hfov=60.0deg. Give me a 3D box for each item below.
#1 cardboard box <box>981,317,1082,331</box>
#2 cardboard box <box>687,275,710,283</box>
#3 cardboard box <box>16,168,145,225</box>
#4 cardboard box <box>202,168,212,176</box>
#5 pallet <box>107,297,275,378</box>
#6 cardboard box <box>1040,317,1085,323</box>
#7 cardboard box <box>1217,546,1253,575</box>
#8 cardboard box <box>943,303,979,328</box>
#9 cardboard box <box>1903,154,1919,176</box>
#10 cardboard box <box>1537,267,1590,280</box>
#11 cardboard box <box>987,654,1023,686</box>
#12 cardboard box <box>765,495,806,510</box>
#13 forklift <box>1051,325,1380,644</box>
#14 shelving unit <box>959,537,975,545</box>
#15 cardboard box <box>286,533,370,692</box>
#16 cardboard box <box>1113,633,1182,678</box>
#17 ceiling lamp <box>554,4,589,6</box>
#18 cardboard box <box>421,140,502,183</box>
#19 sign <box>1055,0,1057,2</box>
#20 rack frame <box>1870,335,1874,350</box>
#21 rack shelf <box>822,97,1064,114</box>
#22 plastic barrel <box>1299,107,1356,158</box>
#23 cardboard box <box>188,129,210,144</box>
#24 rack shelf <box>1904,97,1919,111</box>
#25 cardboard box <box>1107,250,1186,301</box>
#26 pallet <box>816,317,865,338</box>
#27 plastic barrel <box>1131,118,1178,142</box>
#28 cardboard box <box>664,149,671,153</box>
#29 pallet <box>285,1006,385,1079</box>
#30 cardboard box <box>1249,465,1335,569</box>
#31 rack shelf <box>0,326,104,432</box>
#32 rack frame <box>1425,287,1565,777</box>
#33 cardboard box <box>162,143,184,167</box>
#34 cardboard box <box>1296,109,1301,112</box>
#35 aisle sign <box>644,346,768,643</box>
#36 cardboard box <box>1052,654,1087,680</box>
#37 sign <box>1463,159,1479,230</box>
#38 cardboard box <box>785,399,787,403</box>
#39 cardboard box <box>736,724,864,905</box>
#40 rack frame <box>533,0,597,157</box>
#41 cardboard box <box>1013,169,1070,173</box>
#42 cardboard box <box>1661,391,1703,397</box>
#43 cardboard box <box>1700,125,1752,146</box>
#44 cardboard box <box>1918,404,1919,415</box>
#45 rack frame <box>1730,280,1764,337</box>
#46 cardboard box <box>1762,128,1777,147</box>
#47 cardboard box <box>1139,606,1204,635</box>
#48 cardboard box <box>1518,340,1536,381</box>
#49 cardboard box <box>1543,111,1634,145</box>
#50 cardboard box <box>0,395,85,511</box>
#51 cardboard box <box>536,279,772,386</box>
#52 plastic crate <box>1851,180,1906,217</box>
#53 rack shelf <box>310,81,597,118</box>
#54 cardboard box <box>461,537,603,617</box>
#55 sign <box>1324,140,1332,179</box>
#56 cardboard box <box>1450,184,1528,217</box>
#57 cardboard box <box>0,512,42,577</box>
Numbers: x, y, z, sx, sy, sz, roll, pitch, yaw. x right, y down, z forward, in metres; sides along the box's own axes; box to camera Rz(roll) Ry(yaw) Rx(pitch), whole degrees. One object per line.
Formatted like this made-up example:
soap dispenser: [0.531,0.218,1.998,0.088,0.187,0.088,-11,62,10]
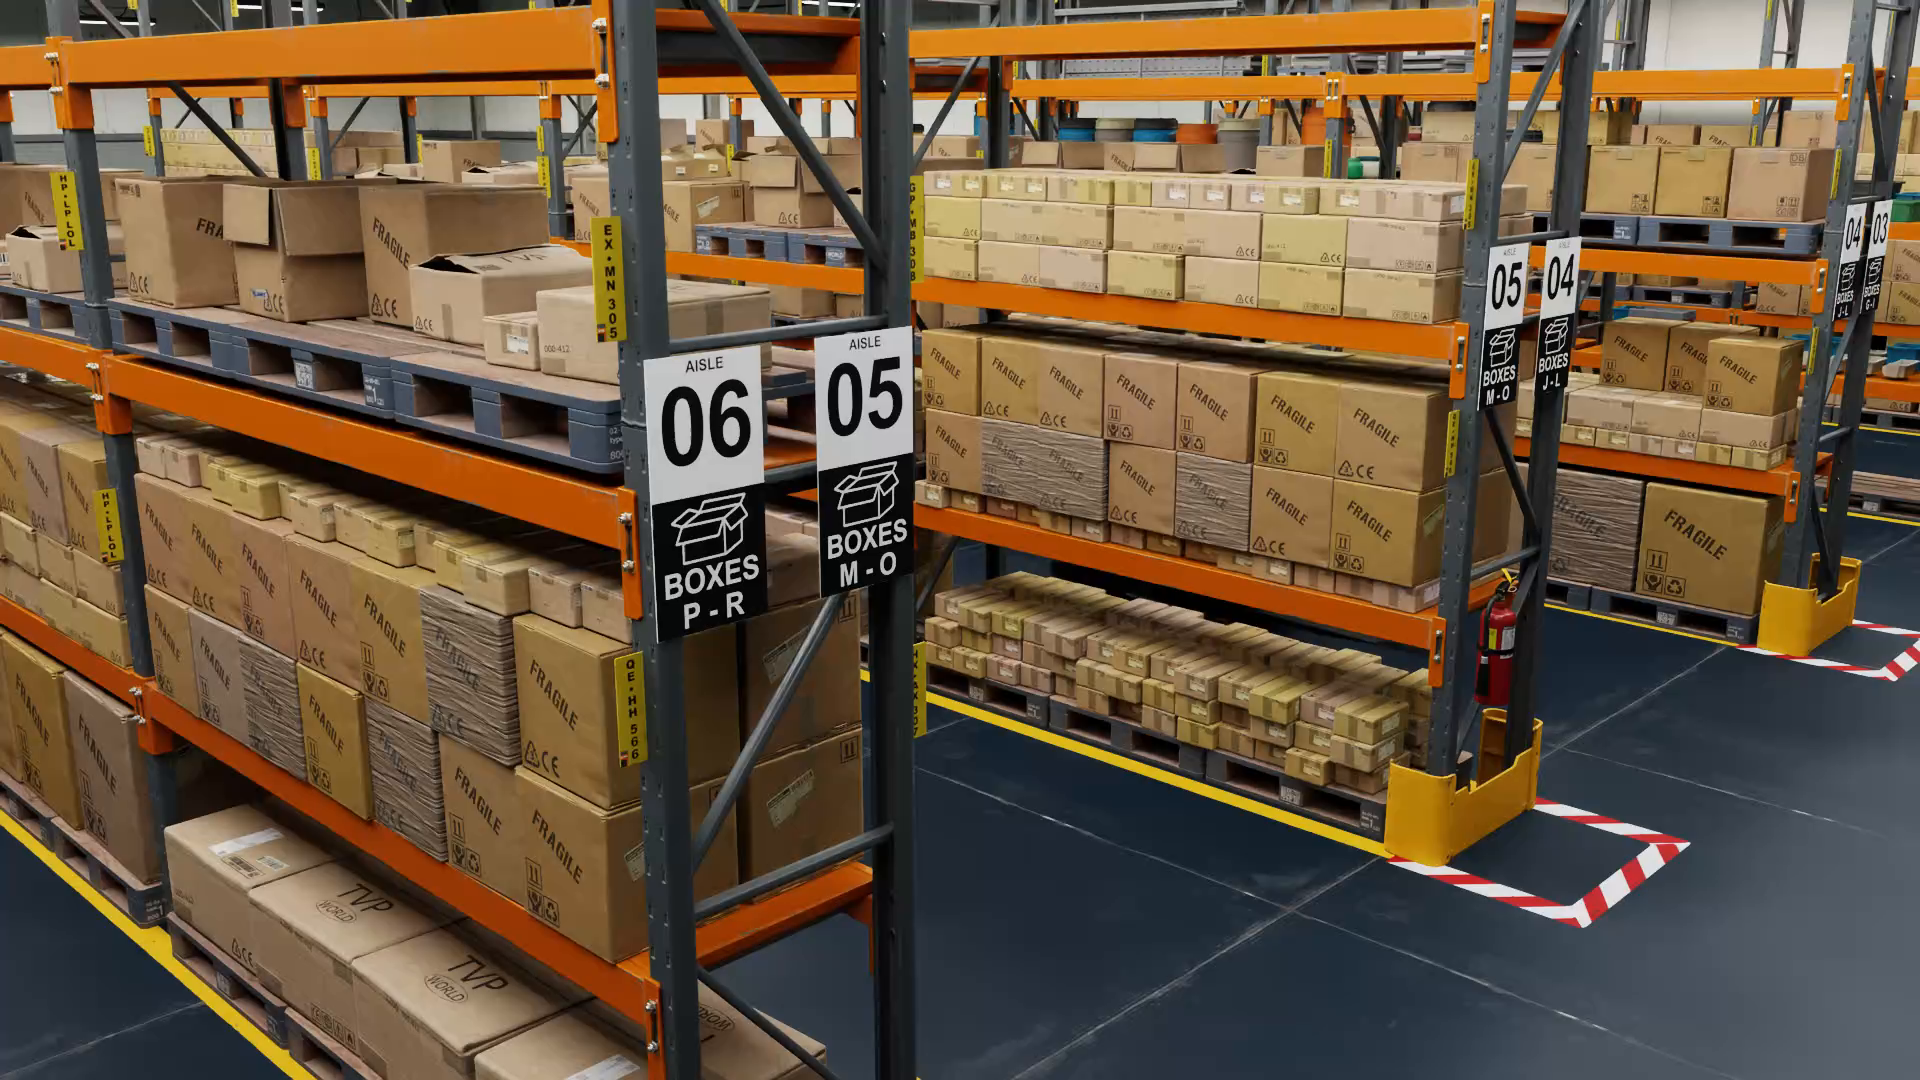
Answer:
cardboard box: [0.472,-1.201,11.139,0.500,0.500,0.500,13,19,40]
cardboard box: [-2.915,-3.217,20.859,0.500,0.500,0.875,14,20,42]
cardboard box: [-4.827,-1.789,9.187,0.500,0.500,0.500,14,20,43]
cardboard box: [-7.942,-3.945,17.959,0.250,0.149,0.380,14,20,42]
pallet: [-2.836,-0.905,7.002,1.213,0.211,1.003,14,20,42]
cardboard box: [1.115,-1.965,16.643,0.500,0.500,0.500,13,19,41]
cardboard box: [1.681,0.075,9.513,0.250,0.149,0.380,13,19,40]
cardboard box: [0.165,-2.479,17.786,0.500,0.500,0.500,11,18,35]
cardboard box: [11.590,-4.464,19.792,0.500,0.250,0.500,14,20,42]
cardboard box: [8.518,-3.905,23.257,0.700,0.500,0.500,-10,18,-34]
cardboard box: [0.391,0.821,10.971,0.250,0.149,0.380,14,20,42]
cardboard box: [-1.517,-0.181,12.634,0.500,0.250,0.500,13,19,40]
forklift: [2.116,-0.822,12.590,1.130,2.935,3.031,-13,20,-41]
shelving unit: [0.006,-0.434,15.131,0.210,0.900,0.258,14,20,42]
cardboard box: [-2.161,0.223,6.263,0.500,0.500,0.500,13,20,42]
cardboard box: [1.157,0.707,10.231,0.250,0.149,0.380,14,20,42]
ceiling lamp: [-9.459,-14.080,39.862,0.800,3.185,2.000,14,20,42]
cardboard box: [-4.380,-3.263,14.645,0.500,0.500,0.500,14,20,42]
sign: [0.964,-5.674,17.011,0.005,0.325,0.100,14,20,42]
rack frame: [13.775,-4.138,25.181,0.127,3.000,1.000,14,20,42]
rack shelf: [-0.300,-6.451,24.382,4.000,0.370,1.077,14,20,42]
plastic barrel: [4.426,-4.802,20.098,0.708,0.830,0.600,14,20,42]
cardboard box: [-8.128,-4.376,18.033,0.250,0.149,0.380,14,20,43]
rack shelf: [15.215,-6.149,23.223,4.000,0.370,1.077,14,20,42]
cardboard box: [1.197,-1.535,9.541,0.500,0.250,0.500,-13,20,-42]
pallet: [-0.872,-2.387,18.842,1.213,0.211,1.003,14,20,42]
plastic barrel: [2.598,-5.155,22.143,0.708,0.901,0.600,14,20,42]
cardboard box: [-2.462,-3.105,13.551,0.258,0.266,0.396,14,20,42]
pallet: [-2.042,2.068,6.893,1.213,0.211,1.003,14,20,42]
cardboard box: [1.956,-0.173,9.178,0.500,0.500,0.500,13,20,41]
rack shelf: [-4.857,-1.095,8.982,4.000,0.370,1.077,14,20,42]
rack frame: [2.825,0.142,8.756,0.127,3.000,1.000,14,20,42]
cardboard box: [-8.524,-4.302,18.537,0.500,0.250,0.500,14,20,42]
cardboard box: [6.725,-7.930,31.566,0.500,0.500,0.500,14,20,42]
aisle sign: [-0.701,-0.131,4.647,0.004,0.787,0.394,14,20,42]
cardboard box: [0.803,0.760,10.615,0.380,0.149,0.250,-13,20,-42]
sign: [2.425,-1.641,7.893,0.005,0.325,0.100,14,20,42]
cardboard box: [-1.045,-0.954,12.039,0.250,0.149,0.380,13,19,40]
cardboard box: [-0.684,0.874,5.749,0.500,0.500,0.500,13,20,42]
rack frame: [-5.178,-6.444,22.133,0.127,3.000,1.000,14,20,42]
cardboard box: [0.558,-2.322,10.779,0.380,0.149,0.250,-14,20,-43]
cardboard box: [5.804,-1.035,12.979,0.500,0.250,0.500,13,20,42]
cardboard box: [10.028,-5.091,21.661,0.600,0.600,0.600,11,18,37]
cardboard box: [11.994,-1.642,20.185,0.500,0.250,0.500,14,20,42]
rack frame: [10.340,-3.238,21.728,0.127,3.000,1.000,14,20,42]
cardboard box: [12.772,-6.110,25.732,0.500,0.500,0.700,13,20,41]
cardboard box: [1.372,0.560,10.791,0.250,0.149,0.380,13,19,40]
cardboard box: [4.355,-1.567,13.534,0.500,0.500,0.500,13,19,40]
cardboard box: [4.893,-3.210,12.956,0.500,0.250,0.500,13,19,40]
cardboard box: [-5.025,-0.476,8.947,0.500,0.500,0.500,14,20,43]
cardboard box: [-0.925,-0.635,5.054,0.500,0.250,0.500,11,18,37]
plastic crate: [8.869,-3.378,16.441,0.767,0.338,0.504,14,20,42]
rack shelf: [-4.374,-3.969,14.857,4.000,0.370,1.077,14,20,42]
cardboard box: [-1.379,0.116,5.389,0.250,0.149,0.380,13,20,42]
sign: [3.091,-3.194,13.962,0.005,0.325,0.100,14,20,42]
cardboard box: [2.750,-1.770,8.659,0.250,0.149,0.380,13,20,42]
cardboard box: [-4.646,-0.020,8.683,0.500,0.250,0.500,-14,20,-43]
